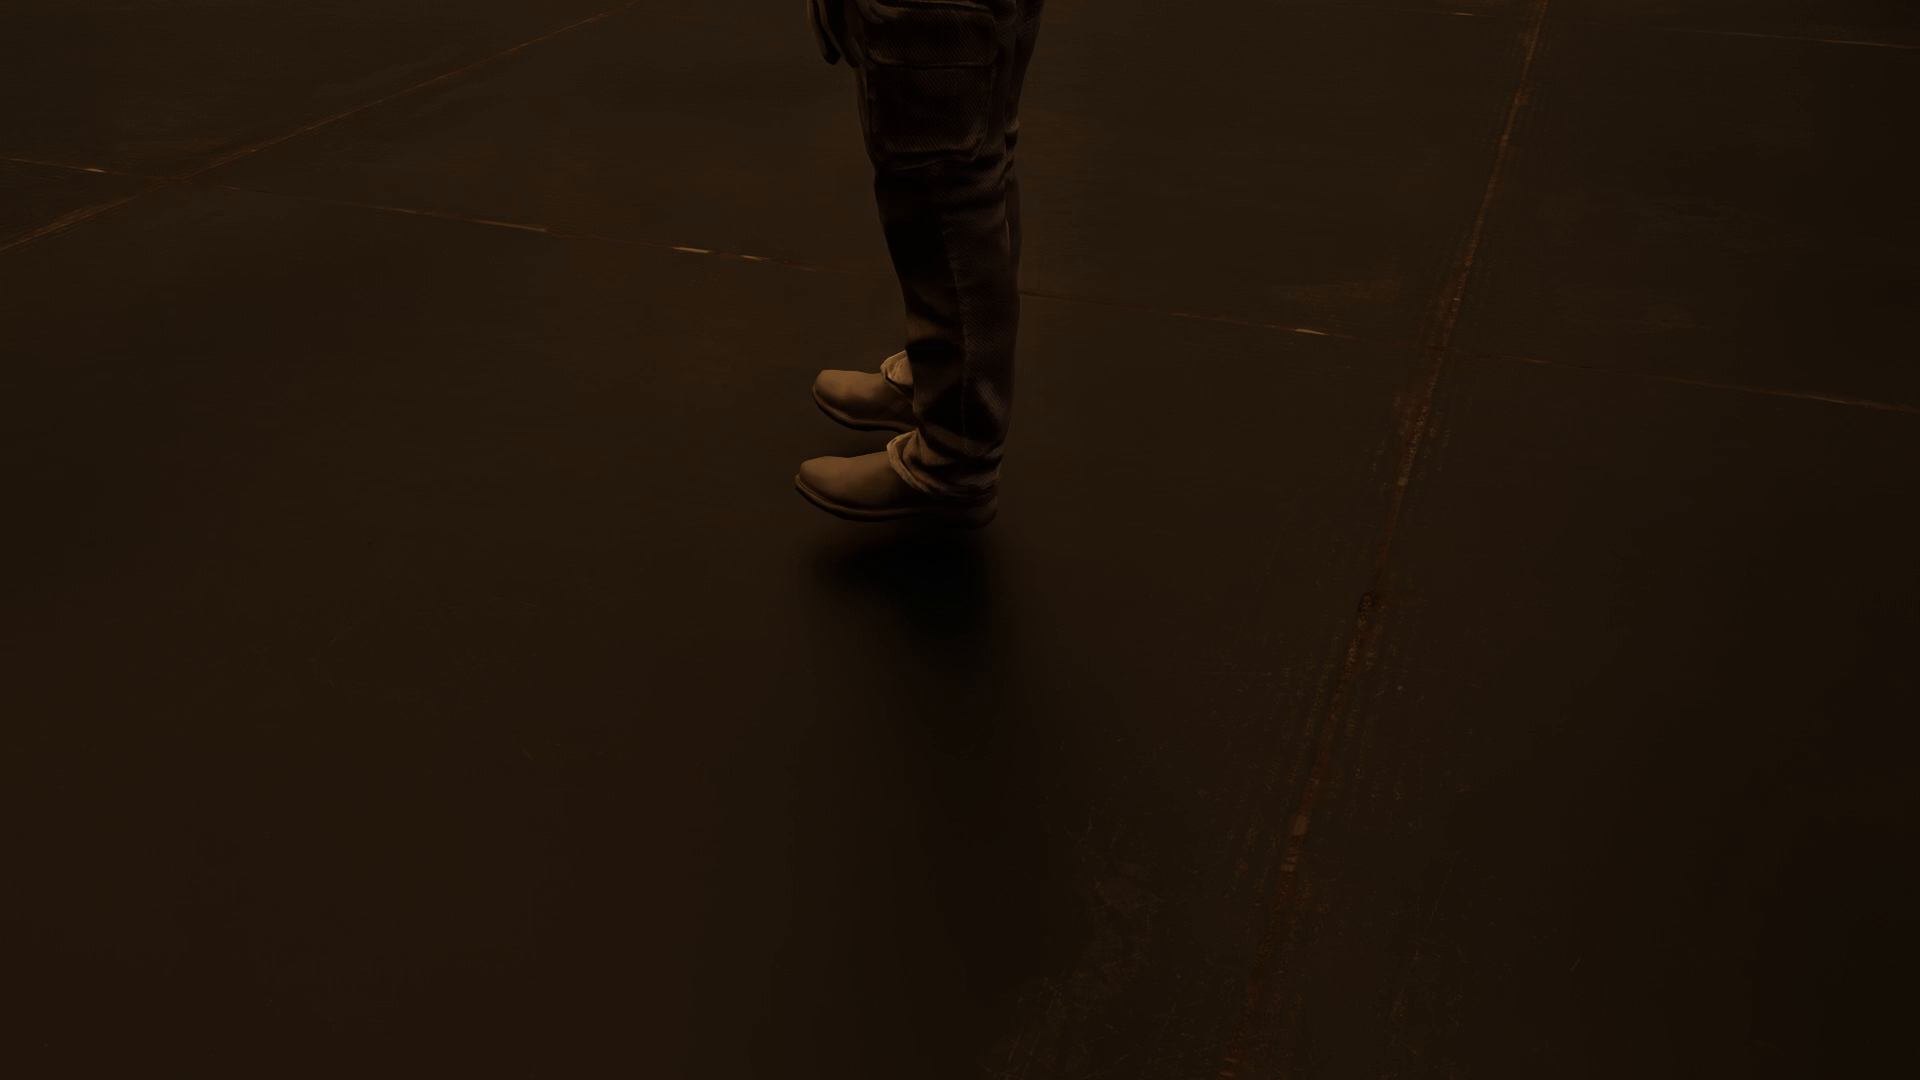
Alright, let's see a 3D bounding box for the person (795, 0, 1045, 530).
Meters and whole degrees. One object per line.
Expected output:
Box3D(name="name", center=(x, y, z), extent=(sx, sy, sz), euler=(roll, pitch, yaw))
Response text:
Box3D(name="person", center=(-0.064, -0.833, 2.066), extent=(0.577, 1.780, 0.656), euler=(10, 31, 18))
